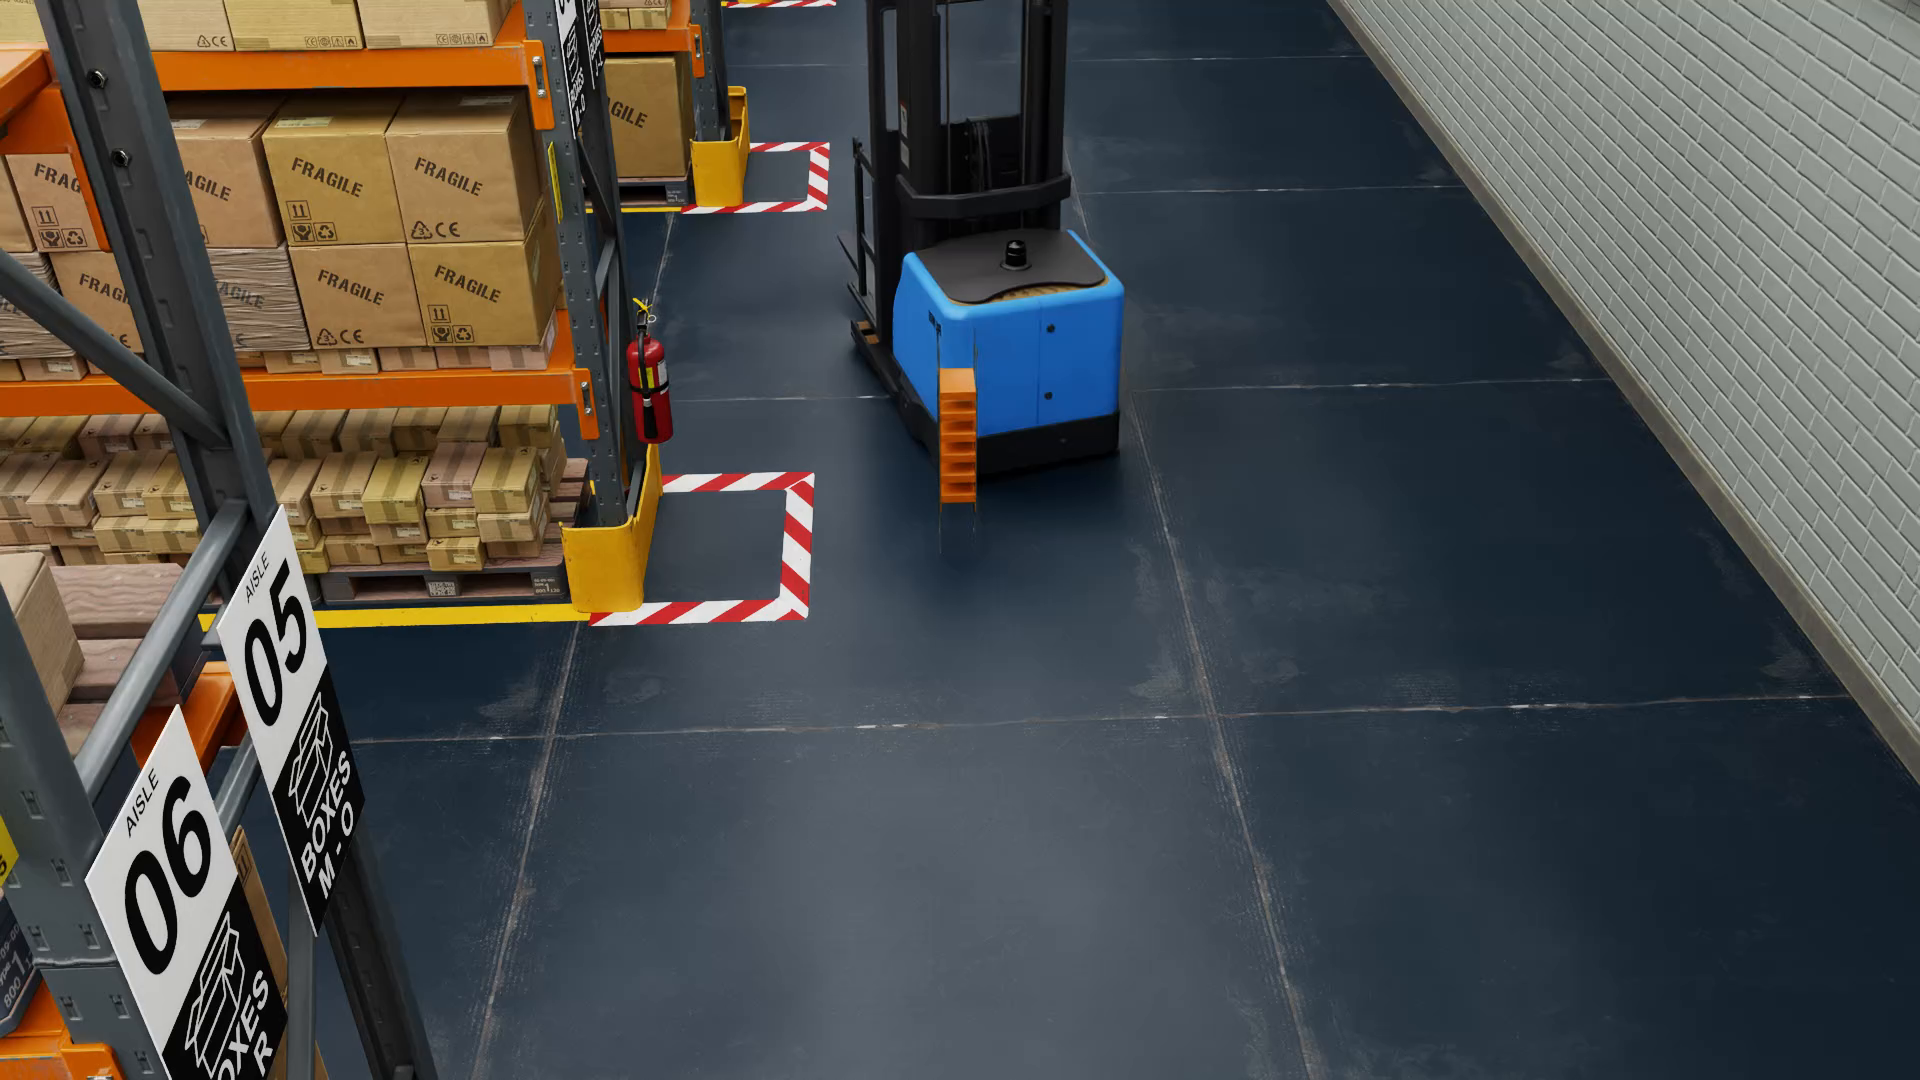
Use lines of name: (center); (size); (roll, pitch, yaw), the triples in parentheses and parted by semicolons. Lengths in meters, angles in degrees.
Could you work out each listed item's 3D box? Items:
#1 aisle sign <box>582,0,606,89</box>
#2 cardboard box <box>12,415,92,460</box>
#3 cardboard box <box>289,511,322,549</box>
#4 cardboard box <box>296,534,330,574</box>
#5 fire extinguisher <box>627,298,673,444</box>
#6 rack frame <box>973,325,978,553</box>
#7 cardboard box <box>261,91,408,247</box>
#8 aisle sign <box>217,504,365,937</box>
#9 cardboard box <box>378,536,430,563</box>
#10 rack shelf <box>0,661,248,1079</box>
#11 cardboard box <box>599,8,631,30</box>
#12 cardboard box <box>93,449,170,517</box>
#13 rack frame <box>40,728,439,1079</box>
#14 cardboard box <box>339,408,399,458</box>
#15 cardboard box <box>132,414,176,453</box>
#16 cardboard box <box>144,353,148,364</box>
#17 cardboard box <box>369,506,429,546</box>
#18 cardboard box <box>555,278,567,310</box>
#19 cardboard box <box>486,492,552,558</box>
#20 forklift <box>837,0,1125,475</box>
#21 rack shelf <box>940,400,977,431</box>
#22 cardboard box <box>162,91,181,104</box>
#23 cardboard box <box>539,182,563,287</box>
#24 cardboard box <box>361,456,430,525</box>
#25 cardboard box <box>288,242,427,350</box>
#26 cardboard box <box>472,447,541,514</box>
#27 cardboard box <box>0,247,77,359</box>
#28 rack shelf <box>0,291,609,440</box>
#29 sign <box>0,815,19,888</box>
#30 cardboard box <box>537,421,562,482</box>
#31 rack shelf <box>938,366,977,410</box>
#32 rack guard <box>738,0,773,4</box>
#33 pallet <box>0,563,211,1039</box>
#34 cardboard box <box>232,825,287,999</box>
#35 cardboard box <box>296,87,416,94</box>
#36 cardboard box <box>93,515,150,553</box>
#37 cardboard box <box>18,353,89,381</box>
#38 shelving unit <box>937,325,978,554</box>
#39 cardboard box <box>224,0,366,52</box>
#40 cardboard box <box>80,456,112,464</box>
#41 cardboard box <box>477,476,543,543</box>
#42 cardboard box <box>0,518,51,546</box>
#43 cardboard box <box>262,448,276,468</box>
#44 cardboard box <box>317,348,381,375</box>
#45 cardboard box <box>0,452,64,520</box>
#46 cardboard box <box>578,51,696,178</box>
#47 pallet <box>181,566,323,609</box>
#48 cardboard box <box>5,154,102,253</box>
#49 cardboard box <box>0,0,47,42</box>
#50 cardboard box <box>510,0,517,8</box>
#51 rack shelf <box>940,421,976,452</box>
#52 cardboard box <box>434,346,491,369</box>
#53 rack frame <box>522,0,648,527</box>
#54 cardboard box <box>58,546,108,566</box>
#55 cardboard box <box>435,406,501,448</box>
aisle sign: (-1.645, -2.450, 7.370); (0.004, 0.787, 0.394); (-2, 35, -2)
cardboard box: (-4.592, -0.507, 8.460); (0.250, 0.149, 0.380); (0, 35, -1)
cardboard box: (-3.253, -0.119, 8.161); (0.250, 0.149, 0.380); (-1, 35, -2)
cardboard box: (-3.238, 0.003, 8.247); (0.250, 0.149, 0.380); (-3, 35, -4)
fire extinguisher: (-1.431, -0.768, 7.620); (0.183, 0.674, 0.296); (-2, 35, -2)
rack frame: (0.077, -0.495, 8.412); (0.006, 1.200, 0.240); (-2, 35, -2)
cardboard box: (-2.656, -1.616, 7.222); (0.500, 0.500, 0.500); (-3, 35, -4)
aisle sign: (-1.311, 0.366, 3.300); (0.004, 0.787, 0.394); (-2, 35, -2)
cardboard box: (-2.740, -0.054, 8.328); (0.250, 0.149, 0.380); (-2, 35, -2)
rack shelf: (-3.367, 0.718, 3.072); (4.000, 0.370, 1.077); (-2, 35, -2)
cardboard box: (-2.438, -3.723, 11.715); (0.250, 0.149, 0.380); (-1, 35, -2)
cardboard box: (-4.032, -0.281, 8.134); (0.250, 0.149, 0.380); (-3, 35, -4)
rack frame: (-1.369, 1.602, 3.799); (0.127, 3.000, 1.000); (-2, 35, -2)
cardboard box: (-3.015, -0.570, 8.550); (0.250, 0.149, 0.380); (-3, 35, -5)
cardboard box: (-4.057, -0.581, 8.567); (0.250, 0.149, 0.380); (-3, 35, -4)
cardboard box: (-3.572, -0.935, 7.686); (0.250, 0.149, 0.380); (-1, 35, -1)
cardboard box: (-2.737, -0.140, 8.192); (0.250, 0.149, 0.380); (-3, 35, -4)
cardboard box: (-2.043, -1.283, 8.189); (0.250, 0.149, 0.380); (-2, 35, -3)
cardboard box: (-2.220, -0.077, 8.361); (0.250, 0.149, 0.380); (-1, 35, -1)
forklift: (-0.049, -2.381, 9.614); (1.130, 2.935, 3.031); (-11, 36, -15)
rack shelf: (-0.014, -0.654, 8.297); (0.180, 0.103, 0.258); (-2, 35, -2)
cardboard box: (-3.698, -1.888, 7.614); (0.500, 0.500, 0.500); (-3, 35, -4)
cardboard box: (-2.166, -1.517, 7.957); (0.500, 0.500, 0.500); (0, 35, 0)
cardboard box: (-2.727, -0.242, 8.078); (0.250, 0.149, 0.380); (-2, 35, -3)
cardboard box: (-2.656, -1.203, 7.503); (0.500, 0.500, 0.500); (-2, 35, -3)
cardboard box: (-2.221, -0.296, 8.155); (0.250, 0.149, 0.380); (-1, 35, -2)
cardboard box: (-4.194, -1.145, 7.420); (0.500, 0.500, 0.500); (-2, 35, -3)
rack shelf: (-3.702, -0.859, 7.988); (4.000, 0.370, 1.077); (-2, 35, -2)
sign: (-1.357, 0.346, 2.270); (0.005, 0.325, 0.100); (-2, 35, -2)
cardboard box: (-2.240, -0.464, 8.659); (0.250, 0.149, 0.380); (0, 35, 0)
rack shelf: (-0.014, -0.752, 8.228); (0.180, 0.103, 0.258); (-2, 35, -2)
rack guard: (-2.049, -5.827, 16.730); (0.348, 0.500, 1.175); (-2, 35, -2)
pallet: (-2.109, 0.431, 2.933); (1.213, 0.211, 1.003); (-2, 35, -2)
cardboard box: (-1.862, 1.001, 3.702); (0.500, 0.500, 0.500); (-2, 35, -3)
cardboard box: (-2.669, -1.905, 7.639); (0.500, 0.500, 0.500); (-1, 35, -1)
cardboard box: (-4.032, -0.107, 8.144); (0.250, 0.149, 0.380); (-2, 35, -3)
cardboard box: (-4.088, -0.883, 7.610); (0.250, 0.149, 0.380); (0, 35, 0)
shelving unit: (-0.014, -0.493, 8.408); (0.189, 1.200, 0.258); (-2, 35, -2)
cardboard box: (-2.655, -2.200, 6.789); (0.500, 0.250, 0.500); (-1, 35, -2)
cardboard box: (-4.355, -0.414, 8.587); (0.250, 0.149, 0.380); (-1, 35, -1)
cardboard box: (-2.218, -0.155, 8.213); (0.250, 0.149, 0.380); (-2, 35, -4)
cardboard box: (-4.562, -0.142, 8.195); (0.250, 0.149, 0.380); (-3, 35, -5)
cardboard box: (-3.523, -0.288, 8.144); (0.250, 0.149, 0.380); (-3, 35, -4)
cardboard box: (-2.770, -0.915, 7.658); (0.250, 0.149, 0.380); (-1, 35, -1)
cardboard box: (-4.558, -0.266, 8.112); (0.250, 0.149, 0.380); (-2, 35, -3)
cardboard box: (-2.473, -3.267, 12.333); (0.875, 0.875, 0.875); (-2, 35, -2)
pallet: (-3.809, -0.027, 8.604); (1.213, 0.211, 1.003); (-2, 35, -2)
cardboard box: (-3.703, -1.581, 7.171); (0.500, 0.500, 0.500); (-3, 35, -4)
cardboard box: (-3.682, -2.169, 6.744); (0.500, 0.250, 0.500); (0, 35, 0)
cardboard box: (-2.165, -2.514, 7.243); (0.500, 0.250, 0.500); (0, 35, -1)
rack shelf: (-0.014, -0.555, 8.365); (0.180, 0.103, 0.258); (-2, 35, -2)
cardboard box: (-2.267, -0.951, 7.709); (0.250, 0.149, 0.380); (-2, 35, -2)
rack frame: (-1.704, -1.209, 7.861); (0.127, 3.000, 1.000); (-2, 35, -2)
cardboard box: (-4.291, -0.035, 8.300); (0.250, 0.149, 0.380); (-3, 35, -4)
cardboard box: (-2.513, -0.557, 8.533); (0.250, 0.149, 0.380); (-1, 35, -1)
